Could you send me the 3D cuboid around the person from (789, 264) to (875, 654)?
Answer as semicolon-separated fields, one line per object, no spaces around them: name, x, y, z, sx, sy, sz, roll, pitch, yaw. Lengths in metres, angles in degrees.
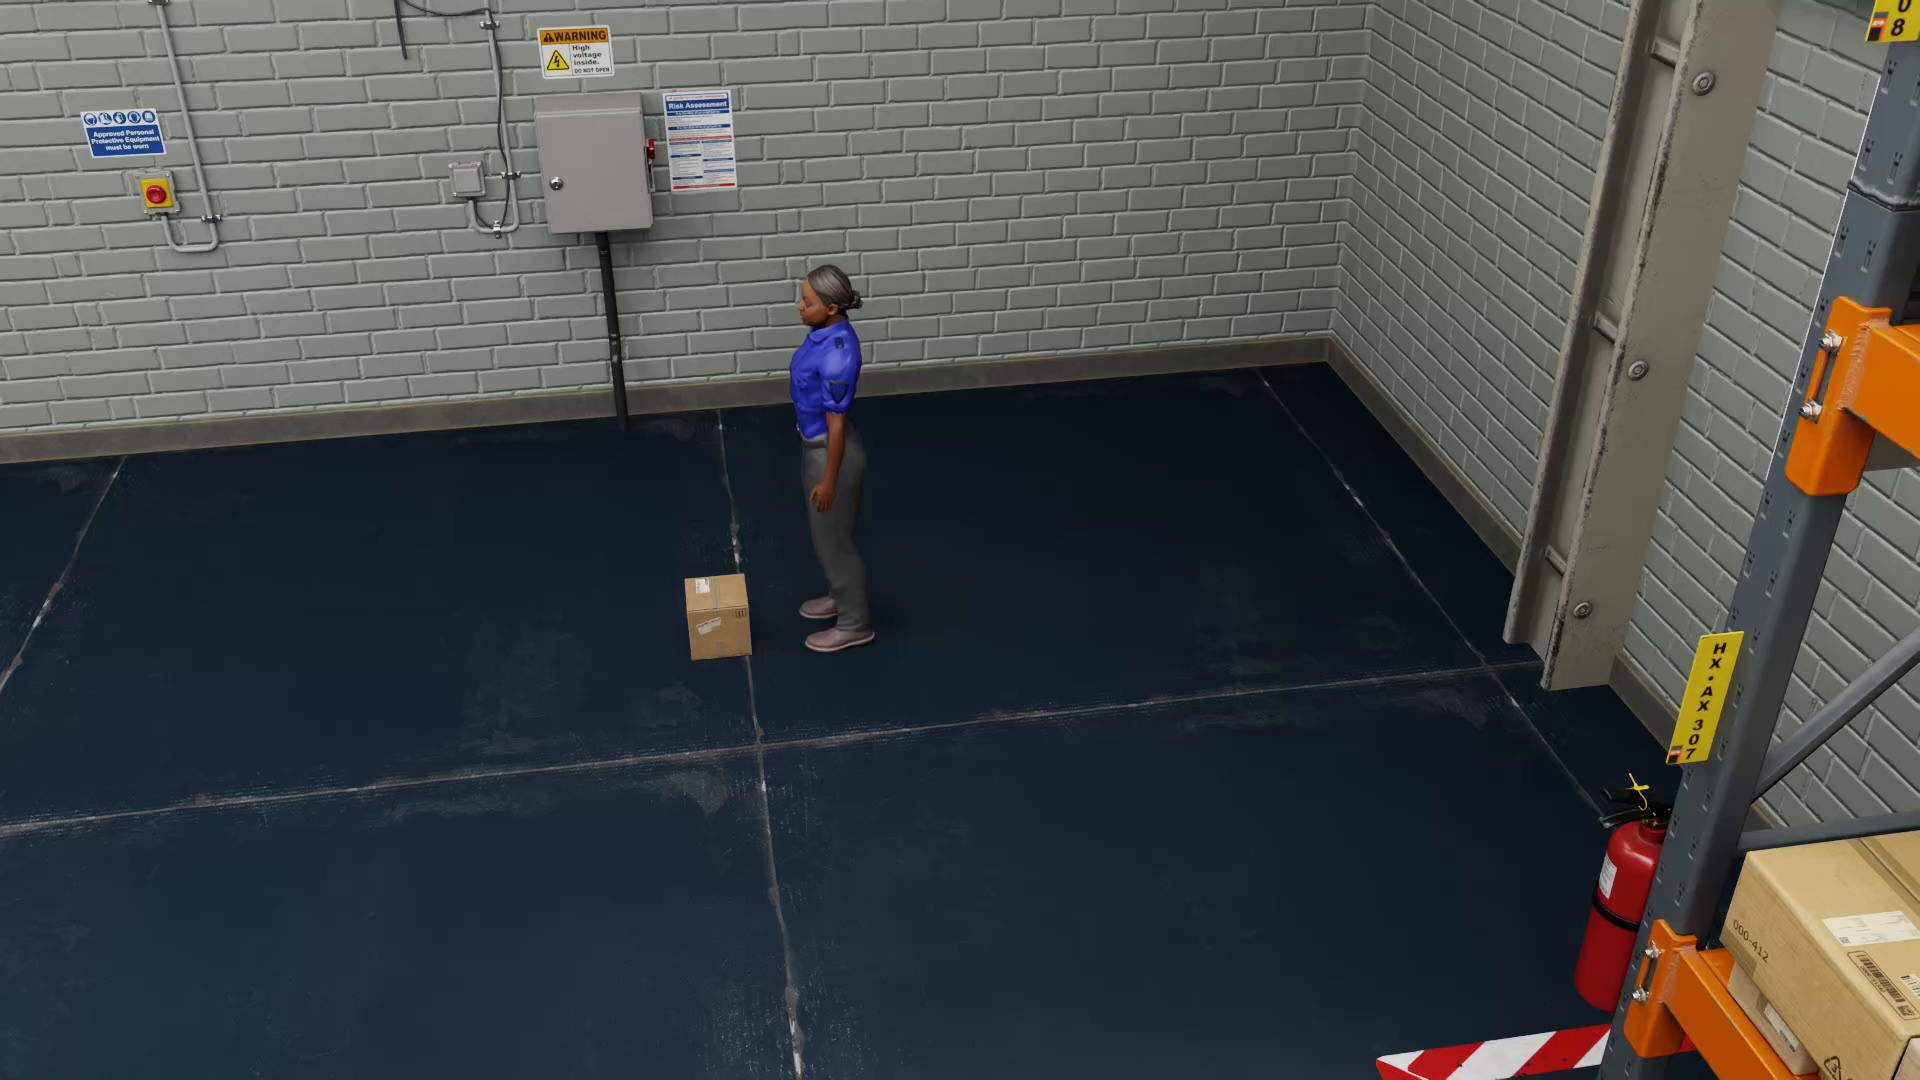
person;-0.520;-0.319;6.675;0.307;1.657;0.436;-5;31;-8
